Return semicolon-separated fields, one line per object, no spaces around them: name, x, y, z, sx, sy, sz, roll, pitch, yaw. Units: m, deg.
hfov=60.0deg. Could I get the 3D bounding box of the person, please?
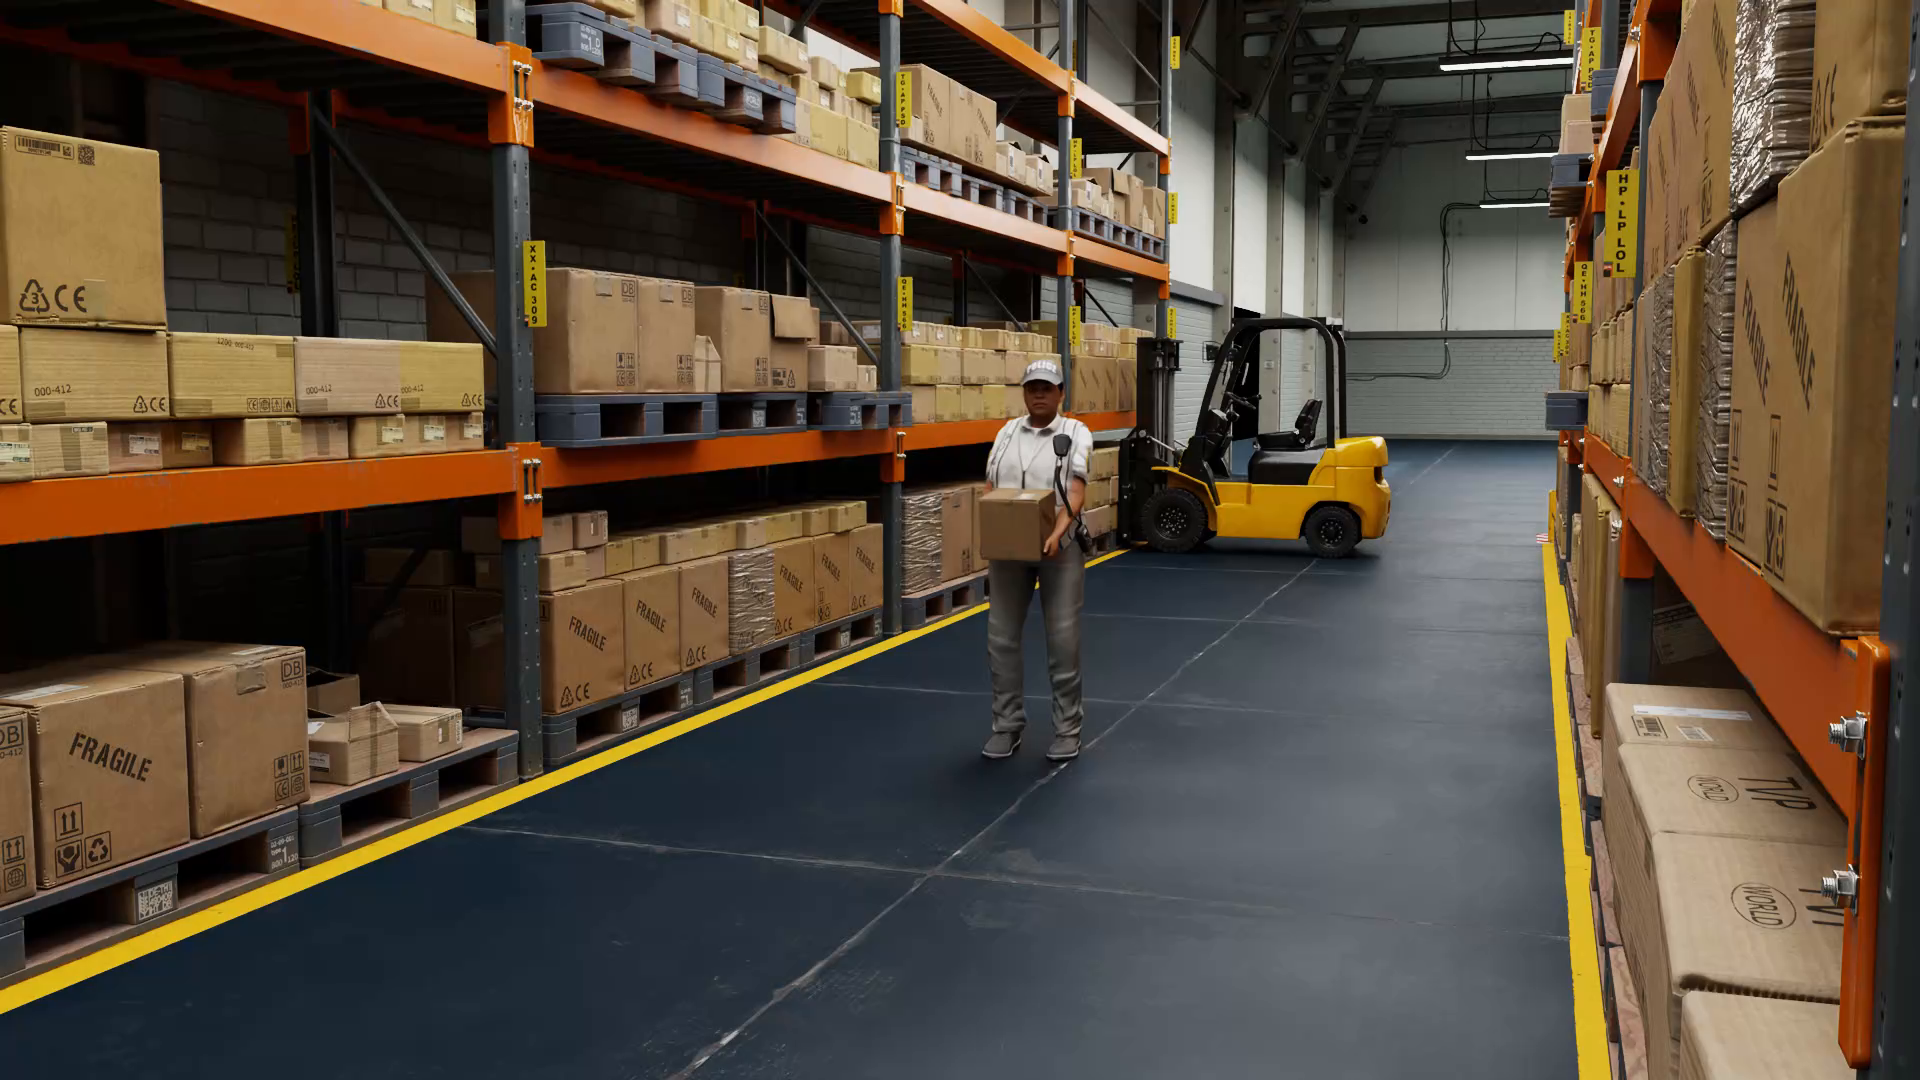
person;0.302;0.080;6.930;0.455;1.660;0.515;2;6;19
